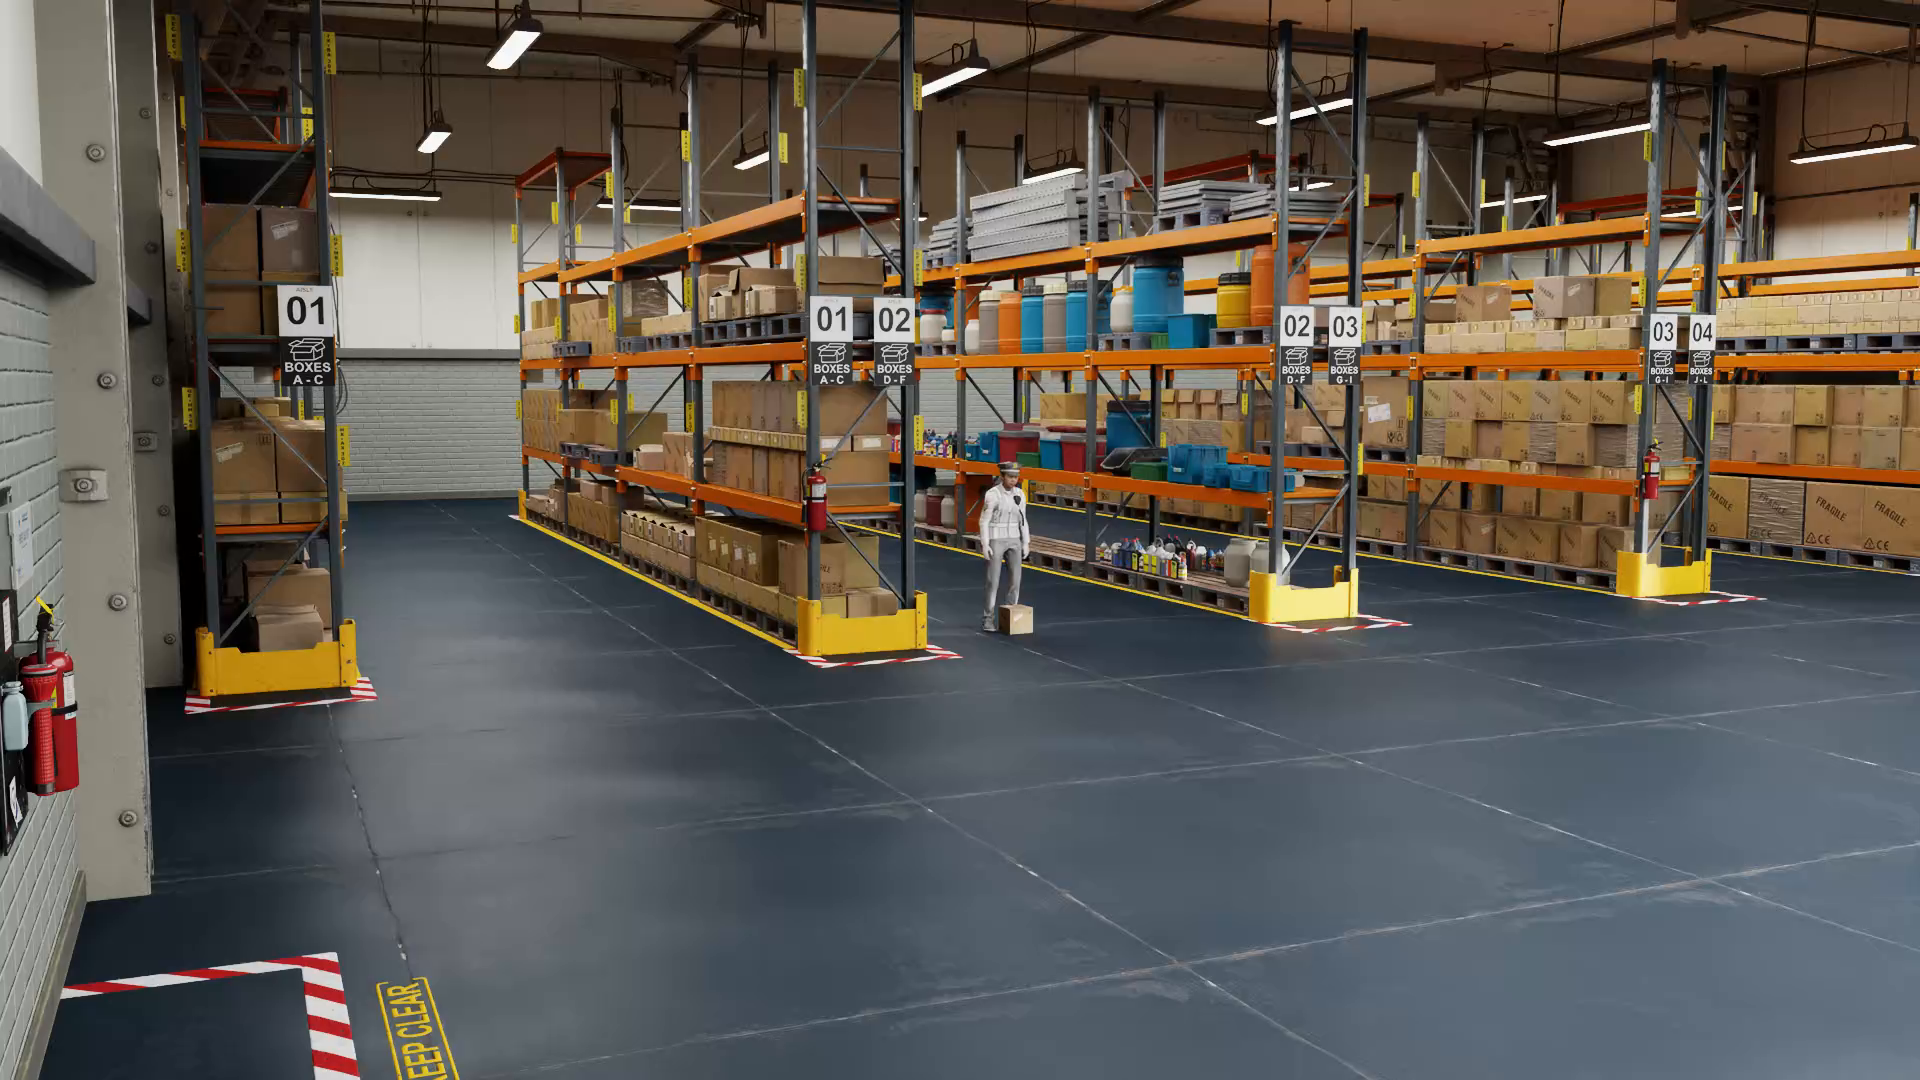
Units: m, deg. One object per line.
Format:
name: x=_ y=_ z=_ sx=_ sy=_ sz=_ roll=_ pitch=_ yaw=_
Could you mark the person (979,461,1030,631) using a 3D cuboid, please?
person: x=0.446 y=0.054 z=16.425 sx=0.537 sy=1.662 sz=0.378 roll=-3 pitch=6 yaw=-25
